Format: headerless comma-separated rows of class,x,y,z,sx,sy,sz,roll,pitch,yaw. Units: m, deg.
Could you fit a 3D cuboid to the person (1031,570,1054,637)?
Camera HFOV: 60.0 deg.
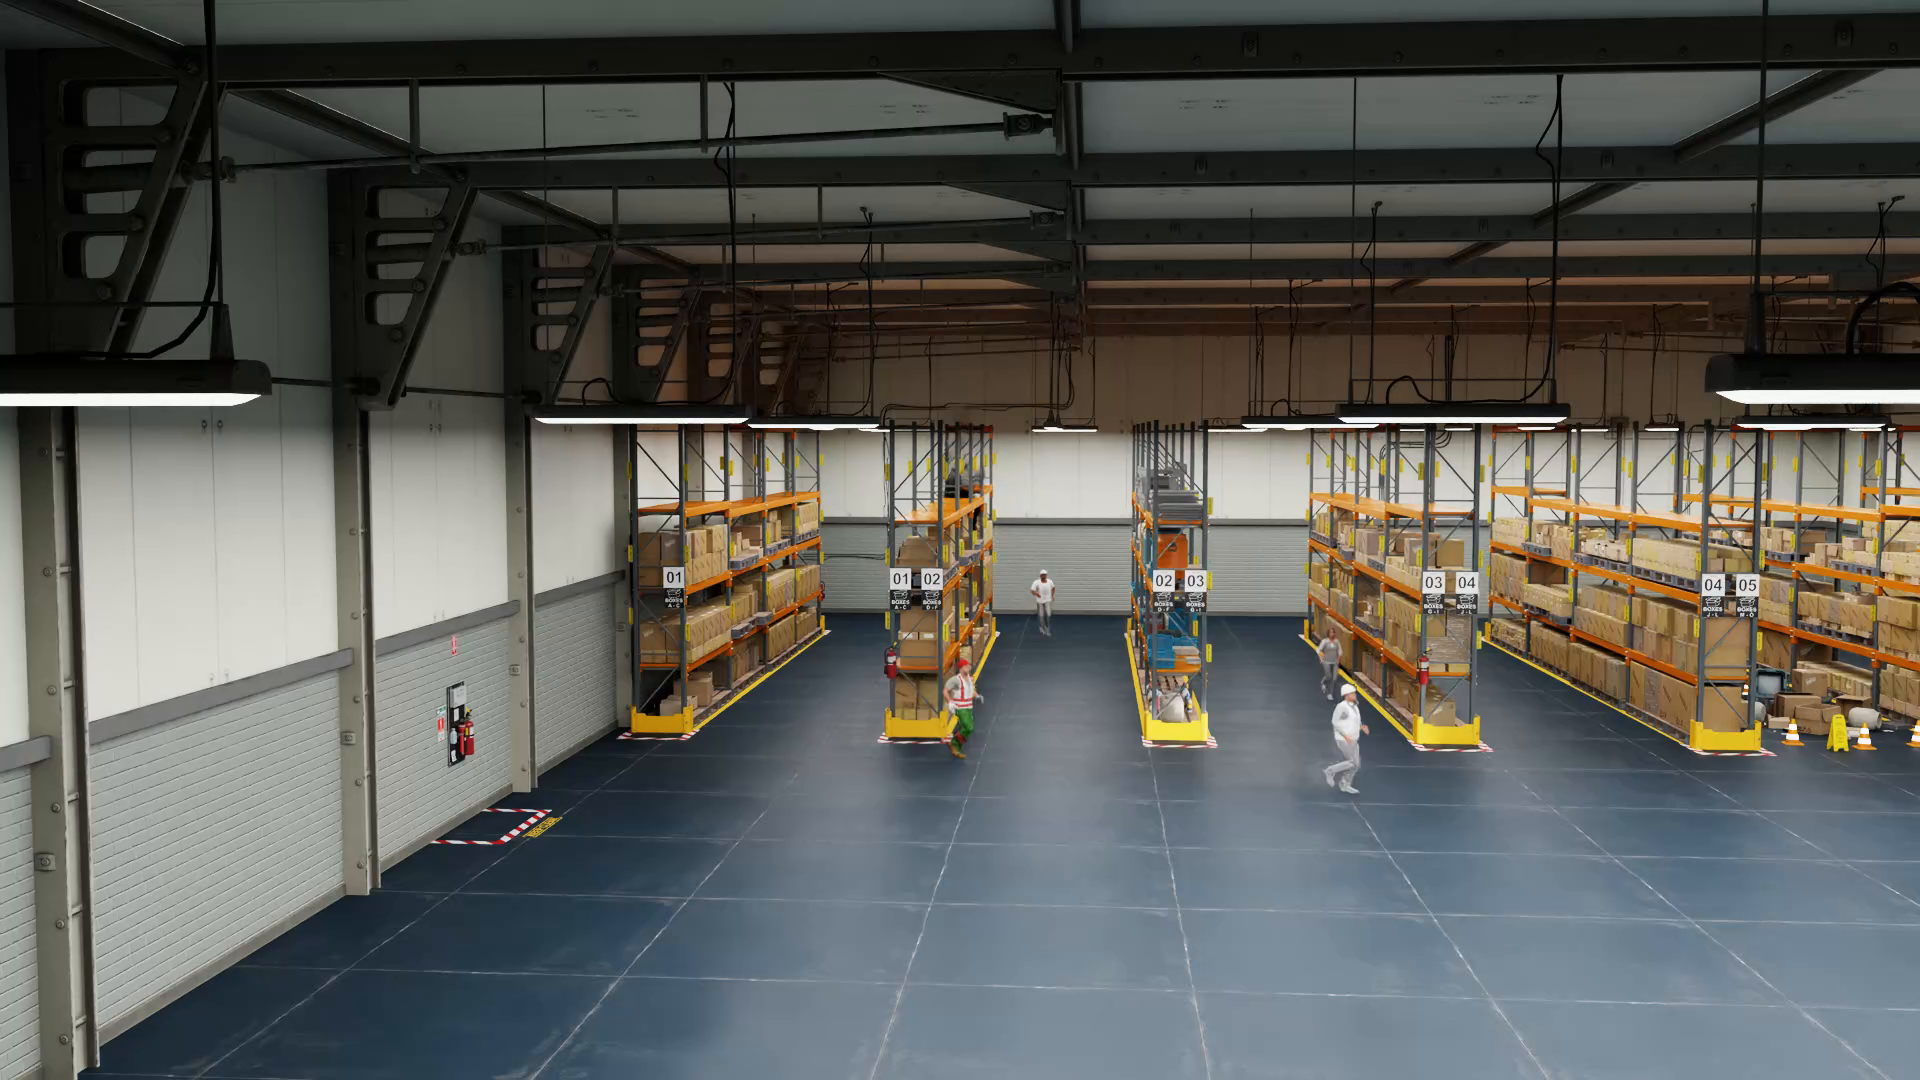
person,2.276,1.726,45.327,0.691,1.835,0.704,0,4,-7

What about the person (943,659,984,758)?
person,0.106,2.979,29.374,0.587,1.748,0.662,3,4,36

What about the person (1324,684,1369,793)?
person,6.209,3.175,26.649,0.627,1.746,0.656,3,4,35

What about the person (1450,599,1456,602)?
person,13.411,2.018,46.077,0.650,1.601,0.538,2,4,30

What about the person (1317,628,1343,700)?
person,8.014,2.674,35.946,0.547,1.552,0.547,0,4,-4
